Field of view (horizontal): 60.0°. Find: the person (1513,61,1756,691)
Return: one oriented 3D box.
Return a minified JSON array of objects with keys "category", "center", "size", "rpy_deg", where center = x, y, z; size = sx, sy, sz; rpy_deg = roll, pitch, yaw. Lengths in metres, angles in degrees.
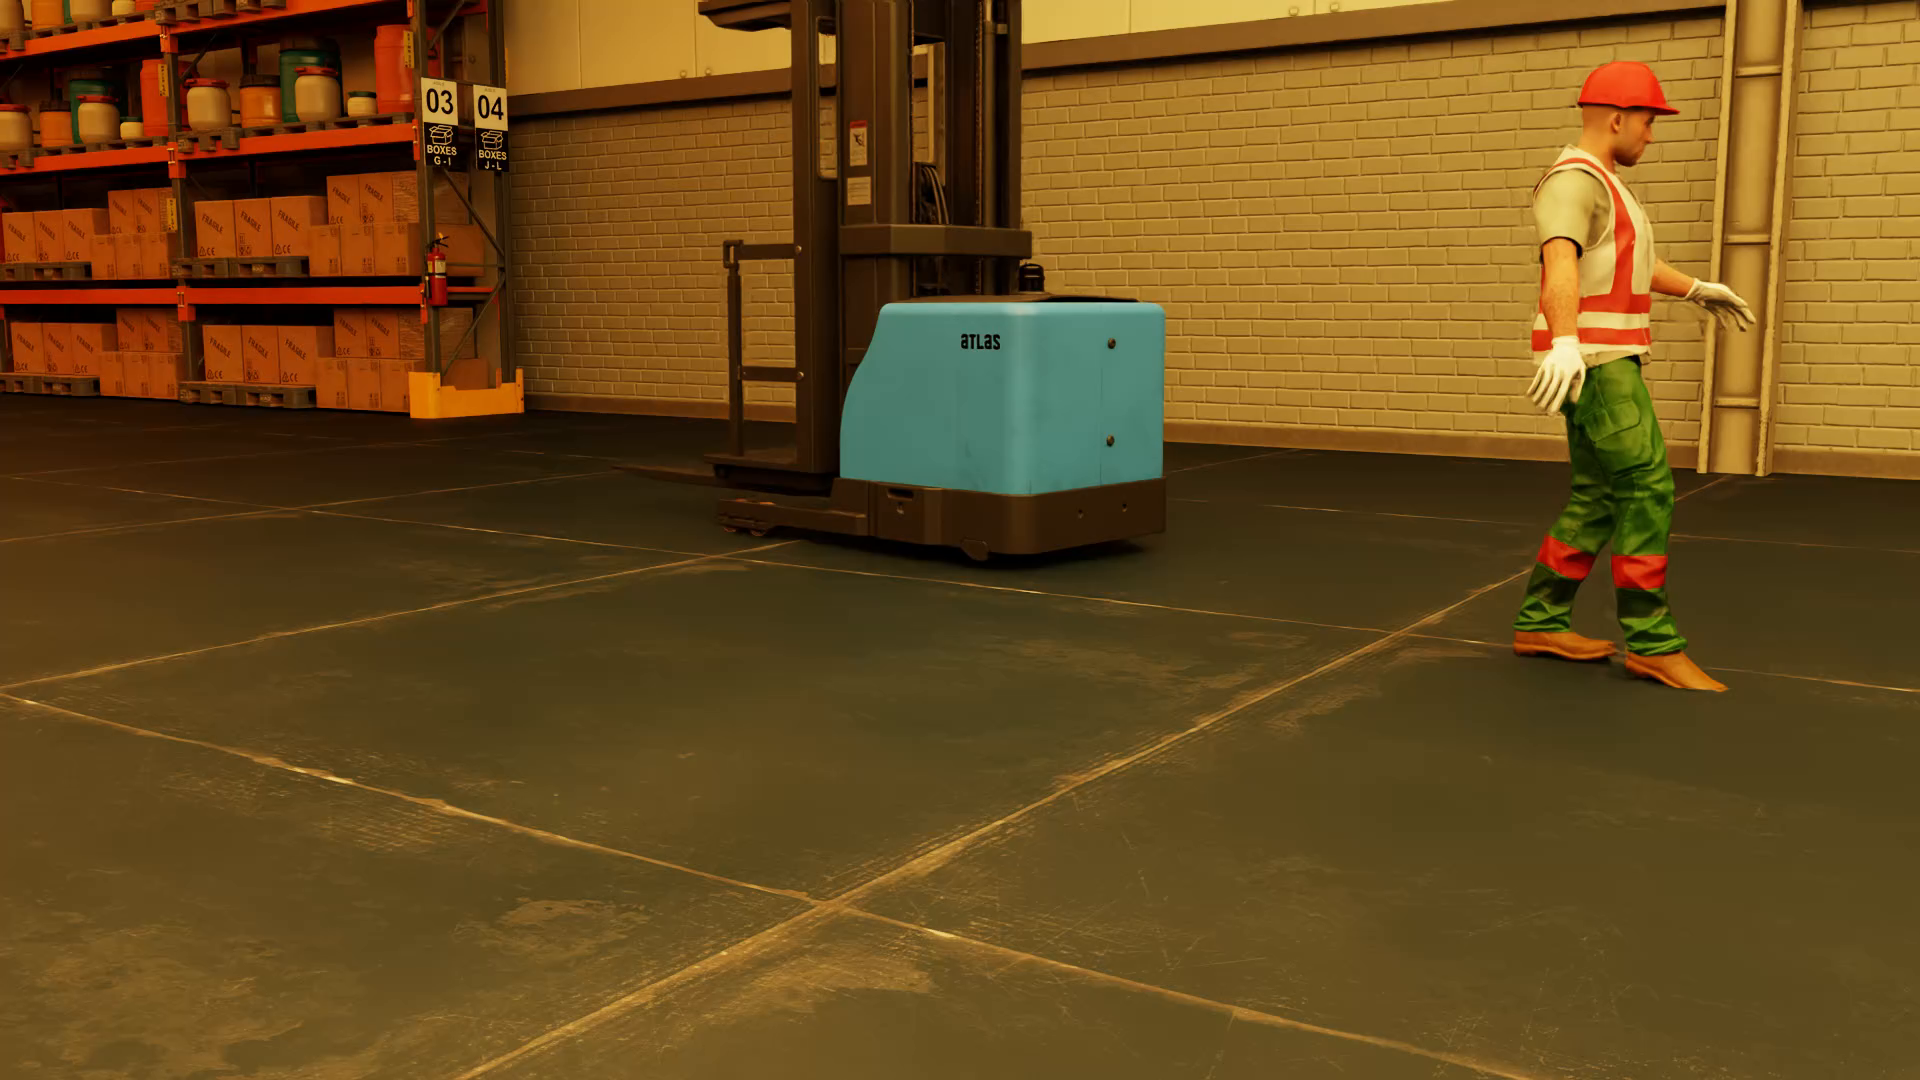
[{"category":"person","center":[1.949,-0.471,4.810],"size":[0.648,1.795,1.026],"rpy_deg":[5,9,31]}]

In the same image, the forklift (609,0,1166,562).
[{"category":"forklift","center":[-0.516,-1.513,7.831],"size":[3.031,2.935,1.130],"rpy_deg":[7,11,42]}]
